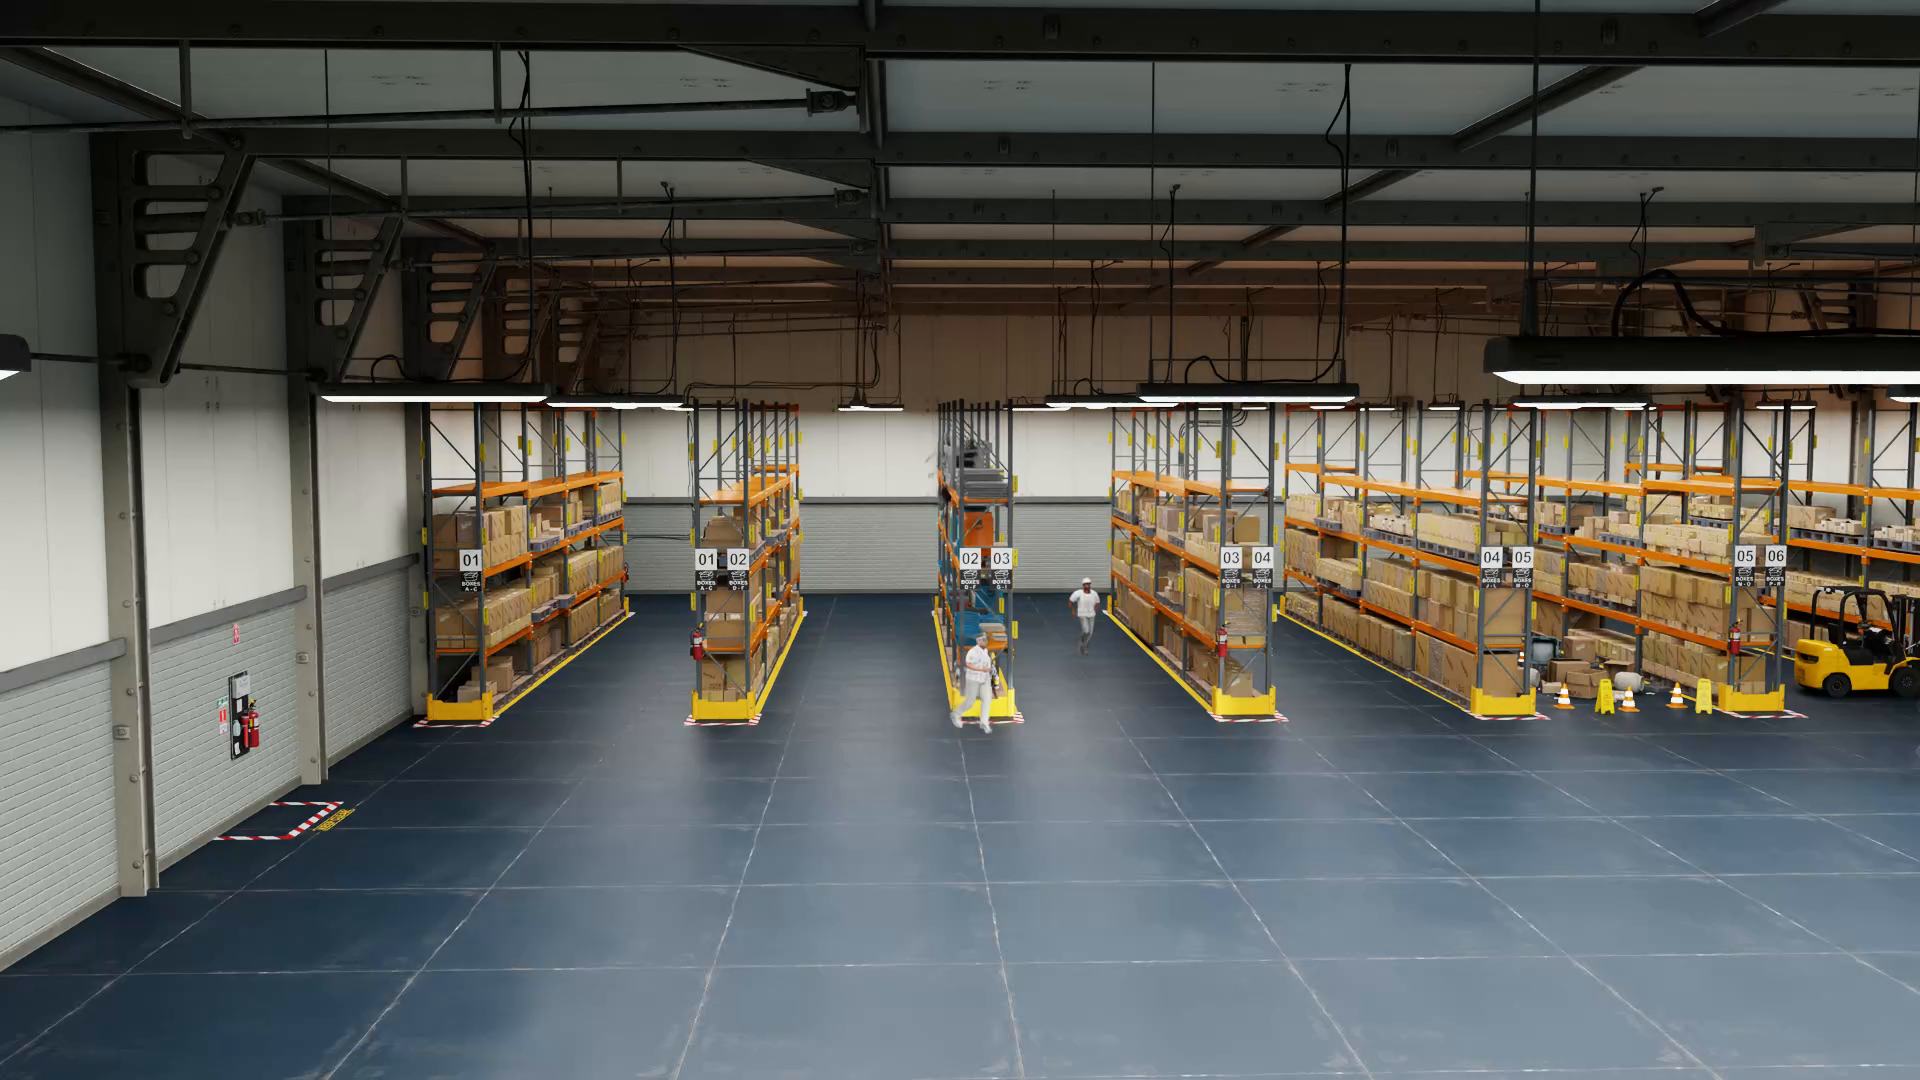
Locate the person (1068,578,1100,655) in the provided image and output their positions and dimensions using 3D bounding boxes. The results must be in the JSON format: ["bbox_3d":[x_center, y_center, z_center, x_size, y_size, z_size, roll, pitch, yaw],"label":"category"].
[{"bbox_3d":[2.852,1.724,37.405,0.690,1.745,0.597,-1,5,-18],"label":"person"}]

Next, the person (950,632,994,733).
[{"bbox_3d":[0.288,2.551,30.120,0.887,1.793,0.685,3,5,36],"label":"person"}]

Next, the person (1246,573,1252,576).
[{"bbox_3d":[8.040,1.270,46.931,0.762,1.768,0.926,1,5,17],"label":"person"}]
